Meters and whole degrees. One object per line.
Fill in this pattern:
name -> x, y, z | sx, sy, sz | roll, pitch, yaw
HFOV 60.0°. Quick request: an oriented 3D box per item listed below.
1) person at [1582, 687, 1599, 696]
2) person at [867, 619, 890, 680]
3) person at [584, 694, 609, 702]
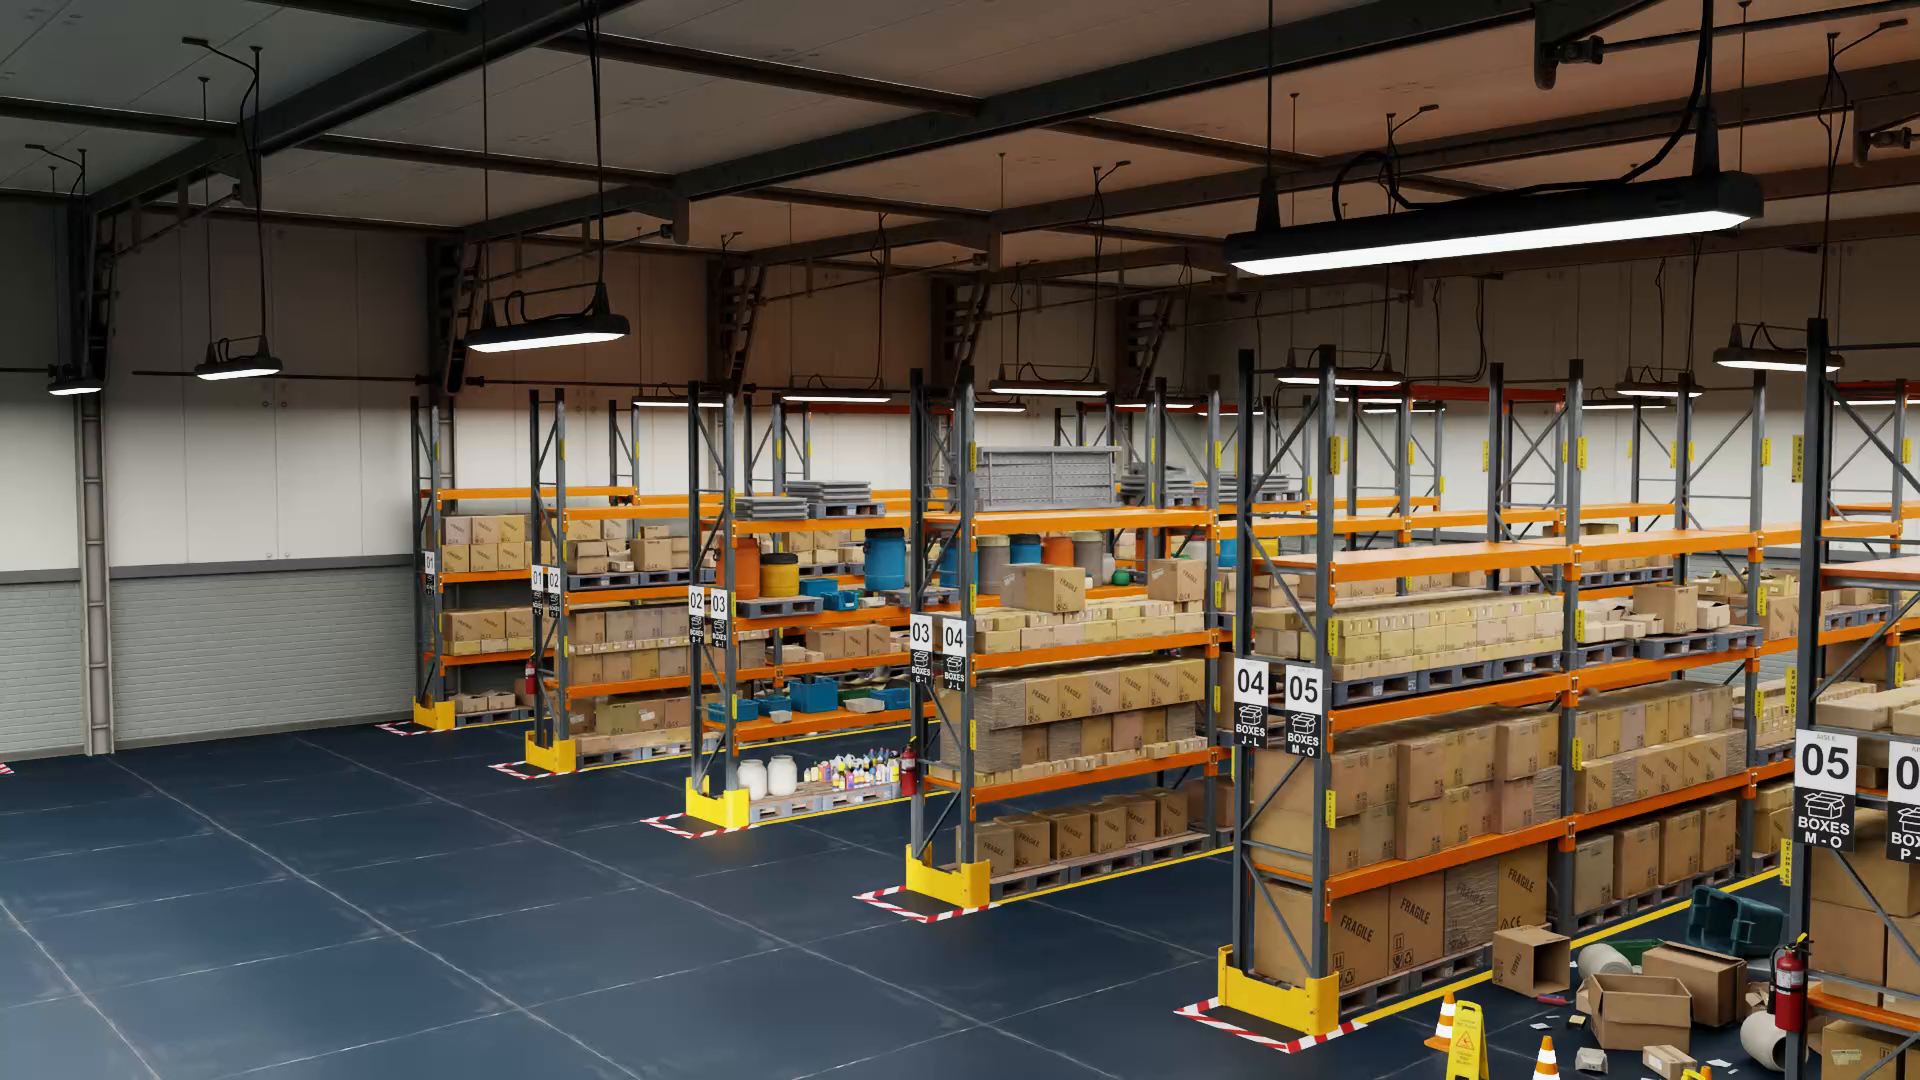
person -> 9.149, 2.935, 24.294 | 0.477, 1.601, 0.376 | -1, 4, -24
person -> -1.682, 2.301, 34.232 | 0.484, 1.661, 0.462 | 0, 3, 1
person -> -6.473, 2.599, 29.469 | 0.591, 1.793, 0.369 | -3, 5, -44
